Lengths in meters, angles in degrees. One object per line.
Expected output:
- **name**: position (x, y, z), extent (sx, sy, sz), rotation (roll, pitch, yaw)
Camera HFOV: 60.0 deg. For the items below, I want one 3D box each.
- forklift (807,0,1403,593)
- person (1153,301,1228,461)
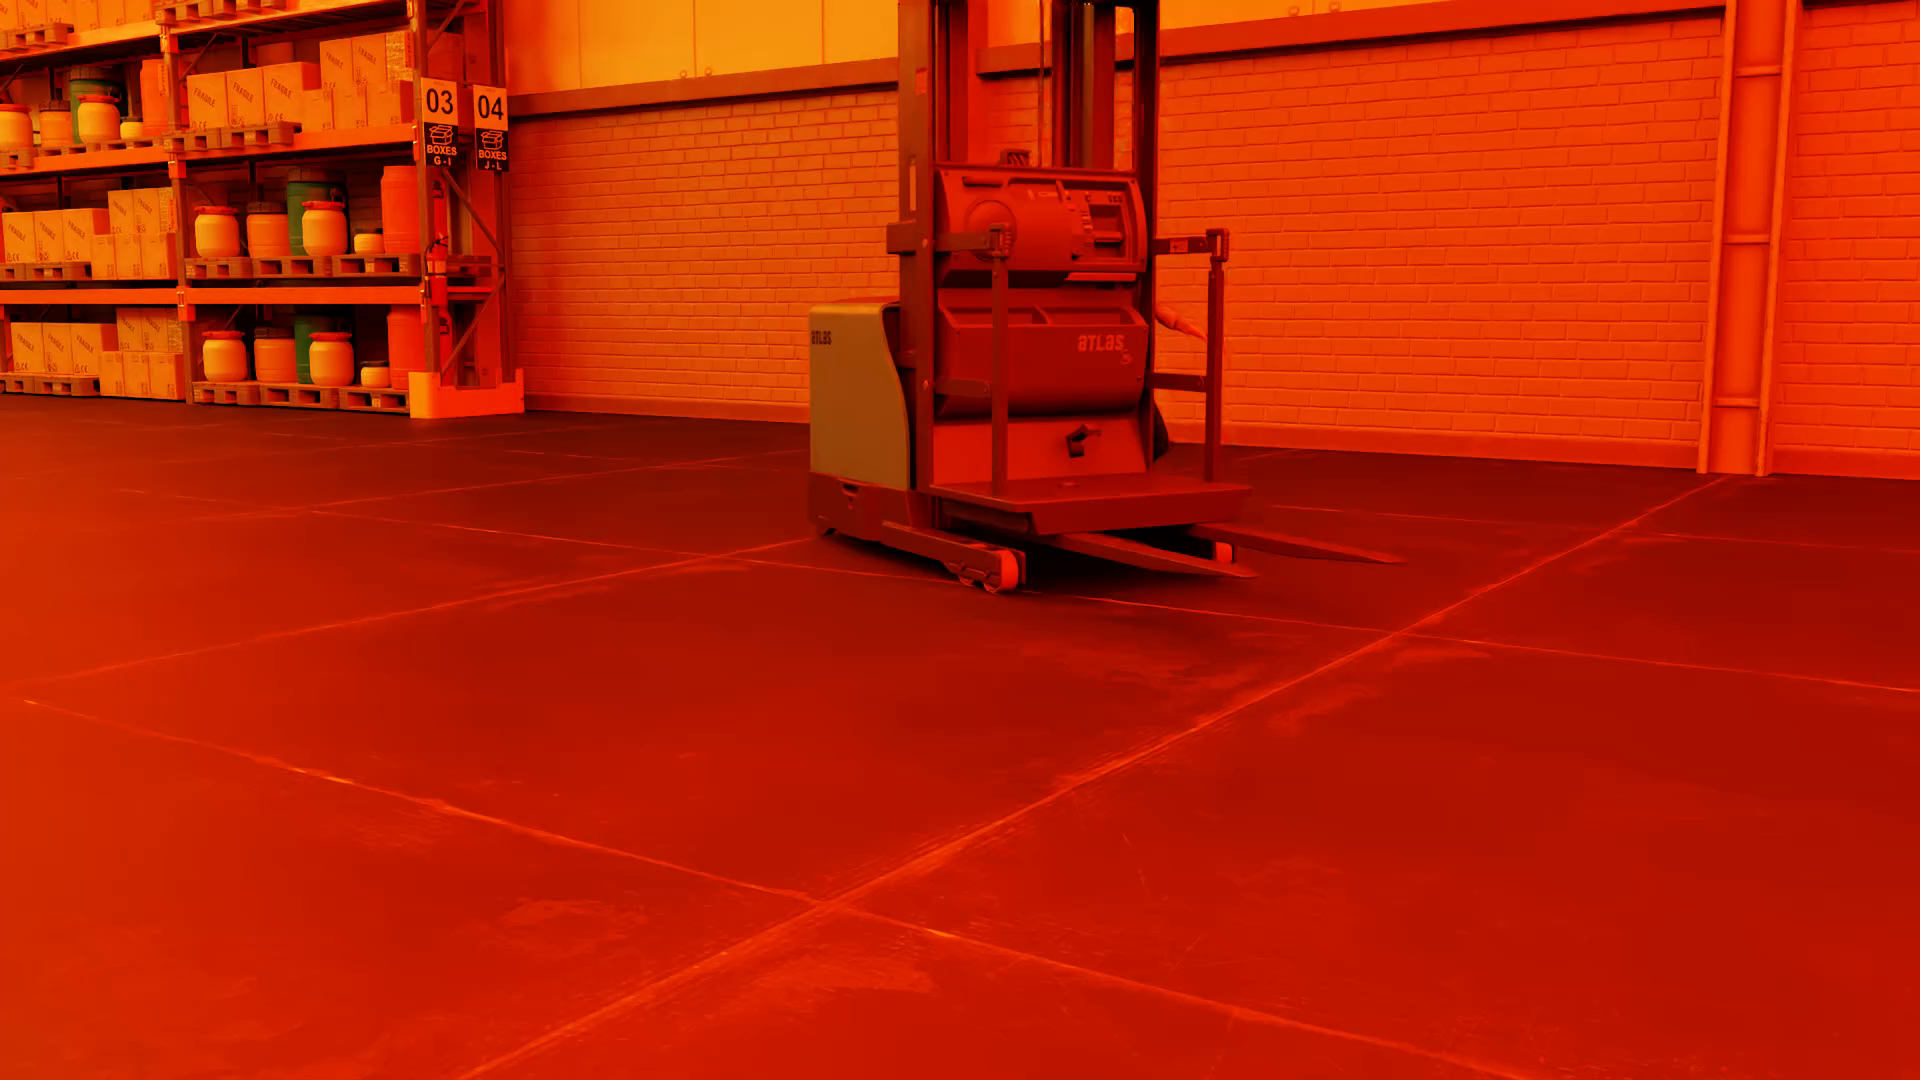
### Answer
- **forklift**: position (0.449, -1.324, 6.503), extent (1.130, 2.935, 3.031), rotation (-4, 9, -29)
- **person**: position (0.873, -0.786, 8.195), extent (0.992, 1.405, 0.899), rotation (-8, 11, -44)
